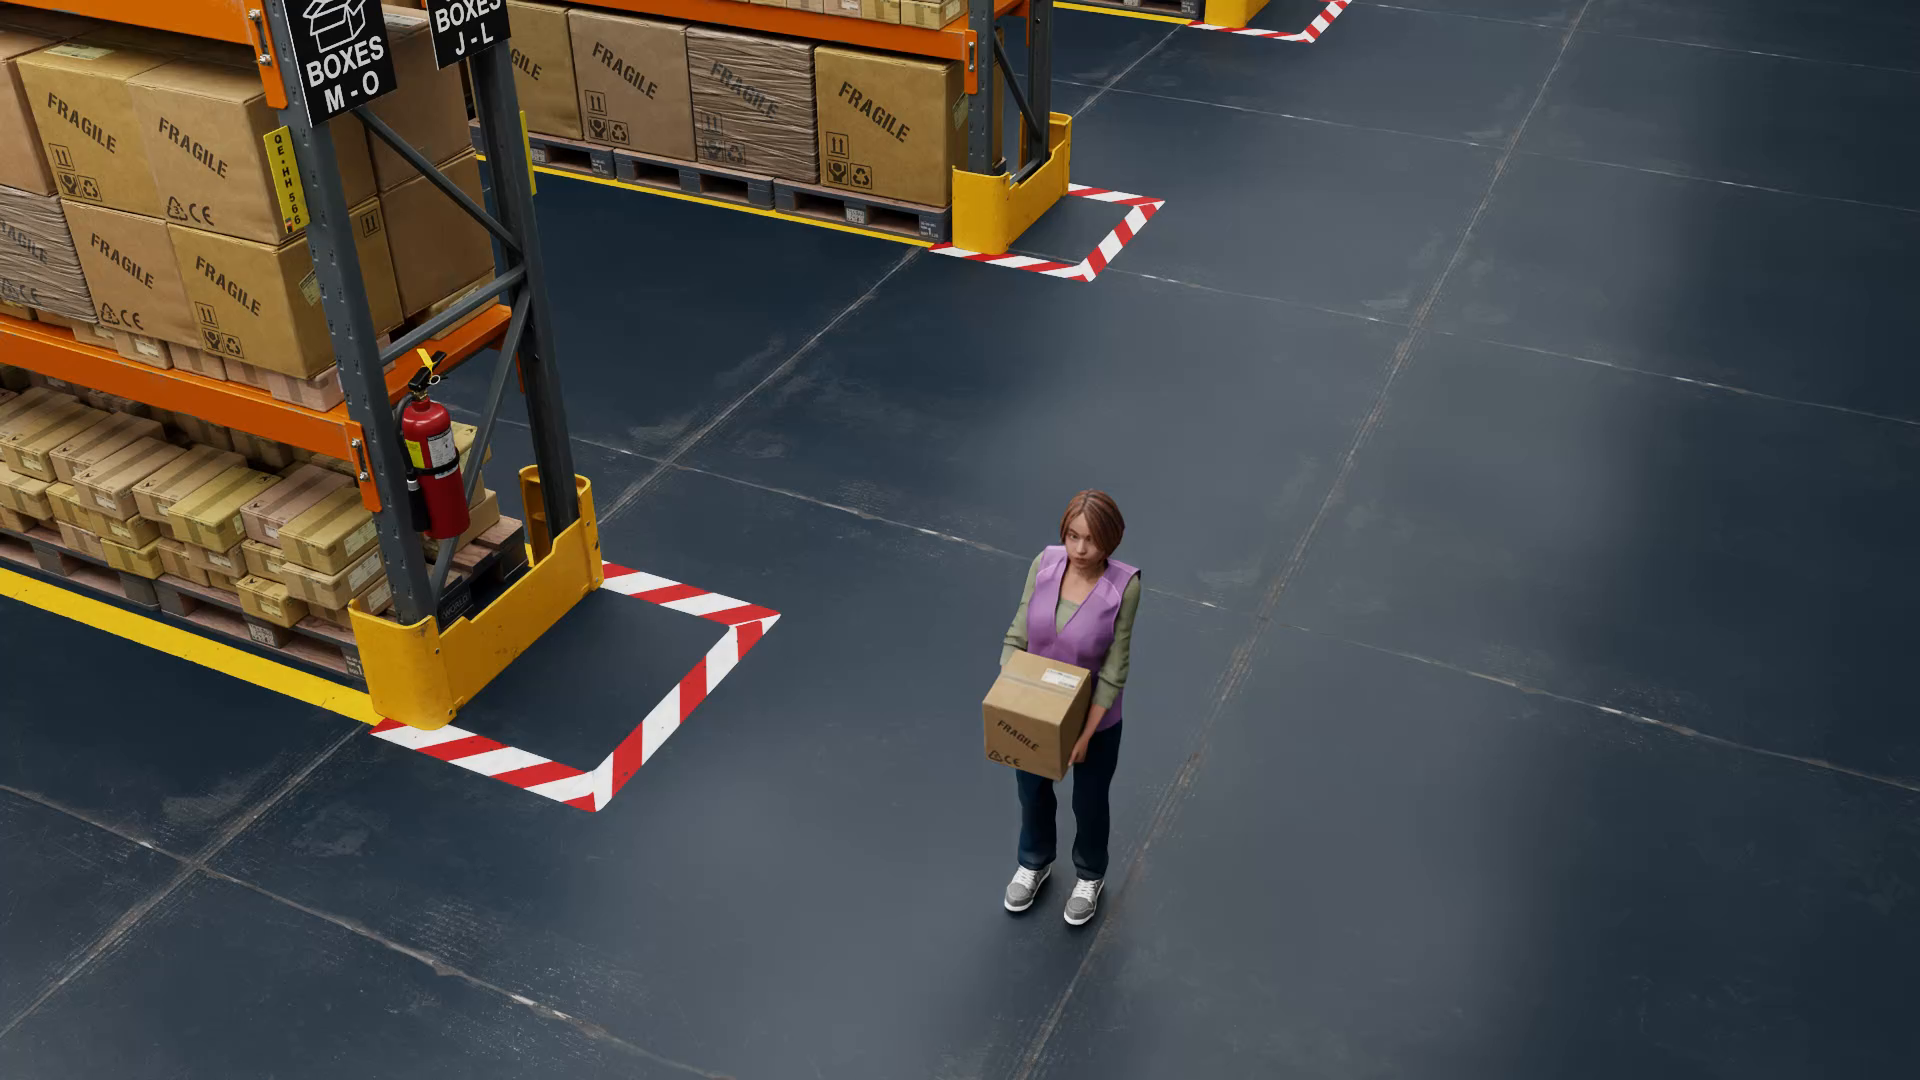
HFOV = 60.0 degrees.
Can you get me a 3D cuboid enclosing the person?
[{"bbox_3d":[0.320,0.588,5.289,0.406,1.588,0.500,15,37,21],"label":"person"}]
